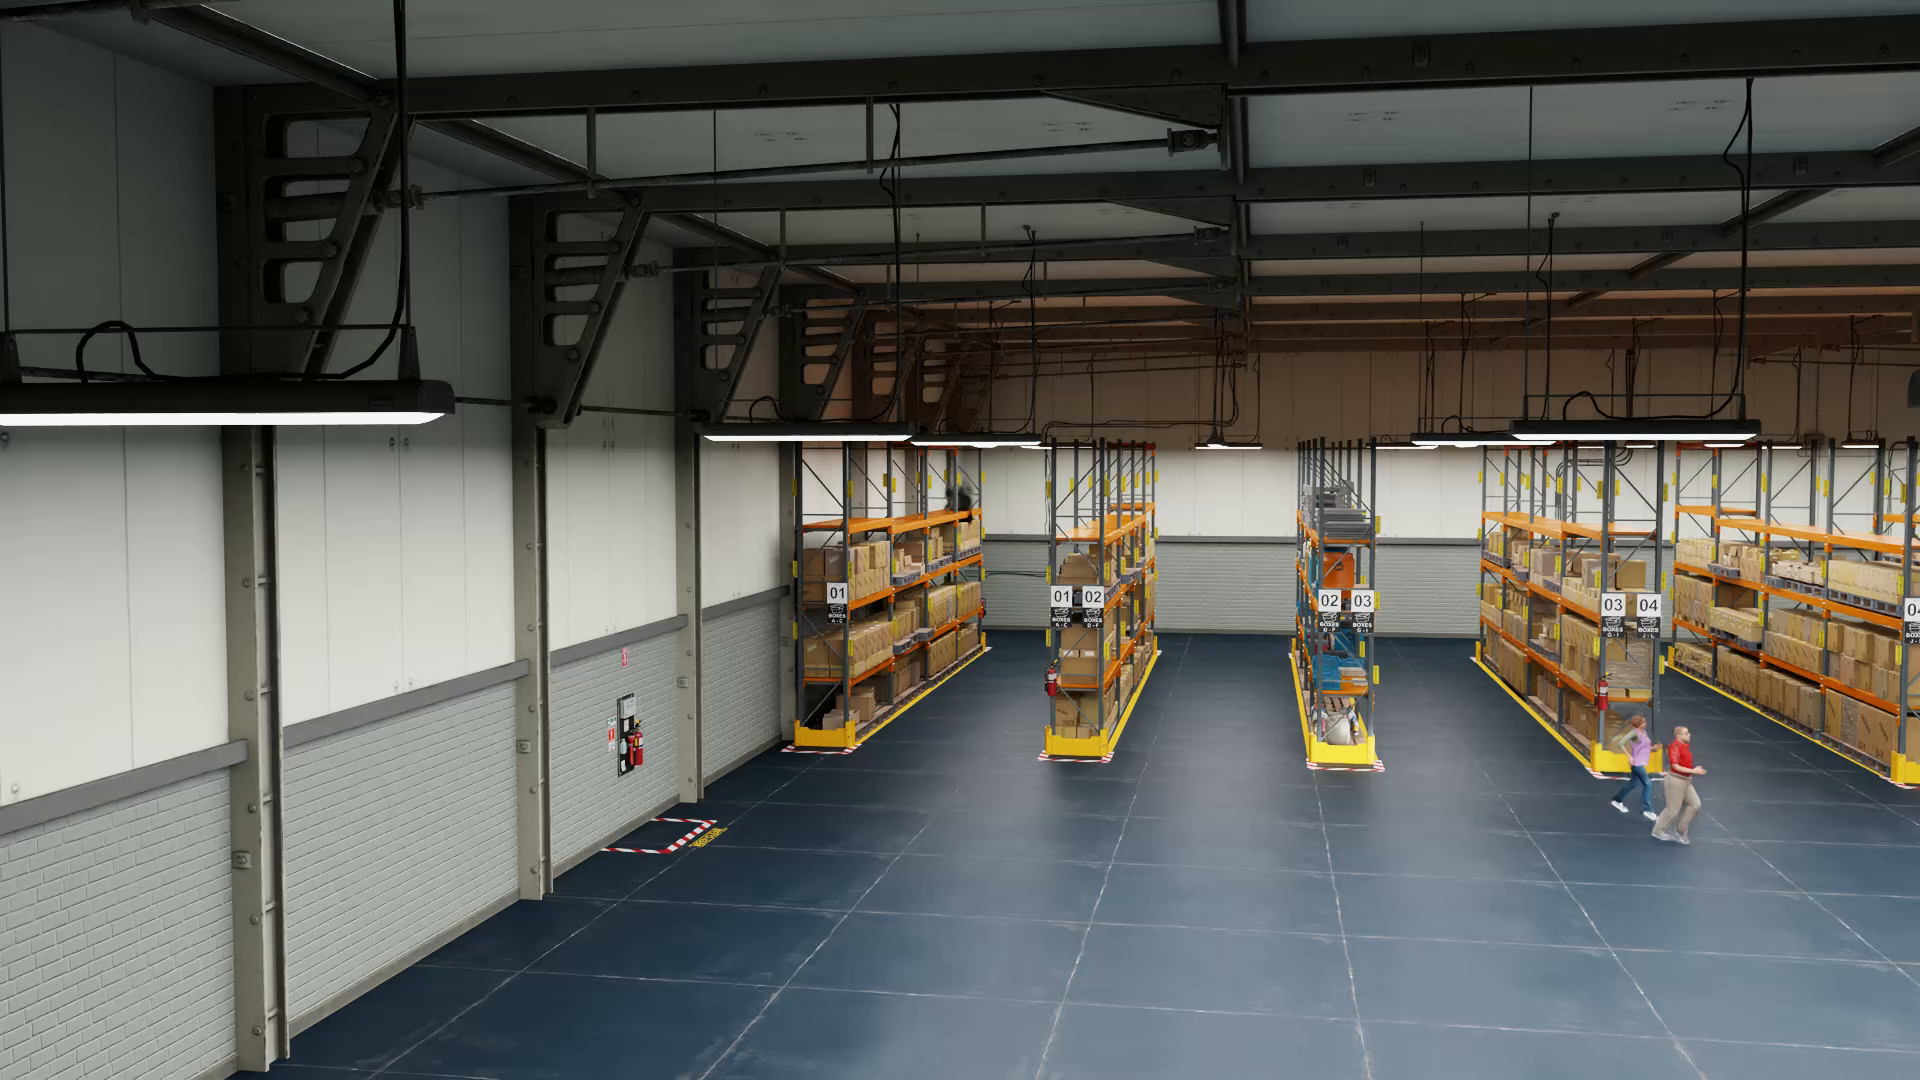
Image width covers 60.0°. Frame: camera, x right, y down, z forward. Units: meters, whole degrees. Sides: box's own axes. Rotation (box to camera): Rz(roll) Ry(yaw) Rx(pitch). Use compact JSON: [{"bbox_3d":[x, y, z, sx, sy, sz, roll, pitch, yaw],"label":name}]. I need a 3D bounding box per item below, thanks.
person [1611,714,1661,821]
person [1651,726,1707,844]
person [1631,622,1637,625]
[{"bbox_3d":[10.562,3.532,25.954,0.784,1.630,0.517,2,4,38],"label":"person"},{"bbox_3d":[10.512,3.602,24.256,0.741,1.792,0.677,2,4,39],"label":"person"},{"bbox_3d":[17.682,2.537,43.397,0.675,1.833,0.925,1,3,15],"label":"person"}]
